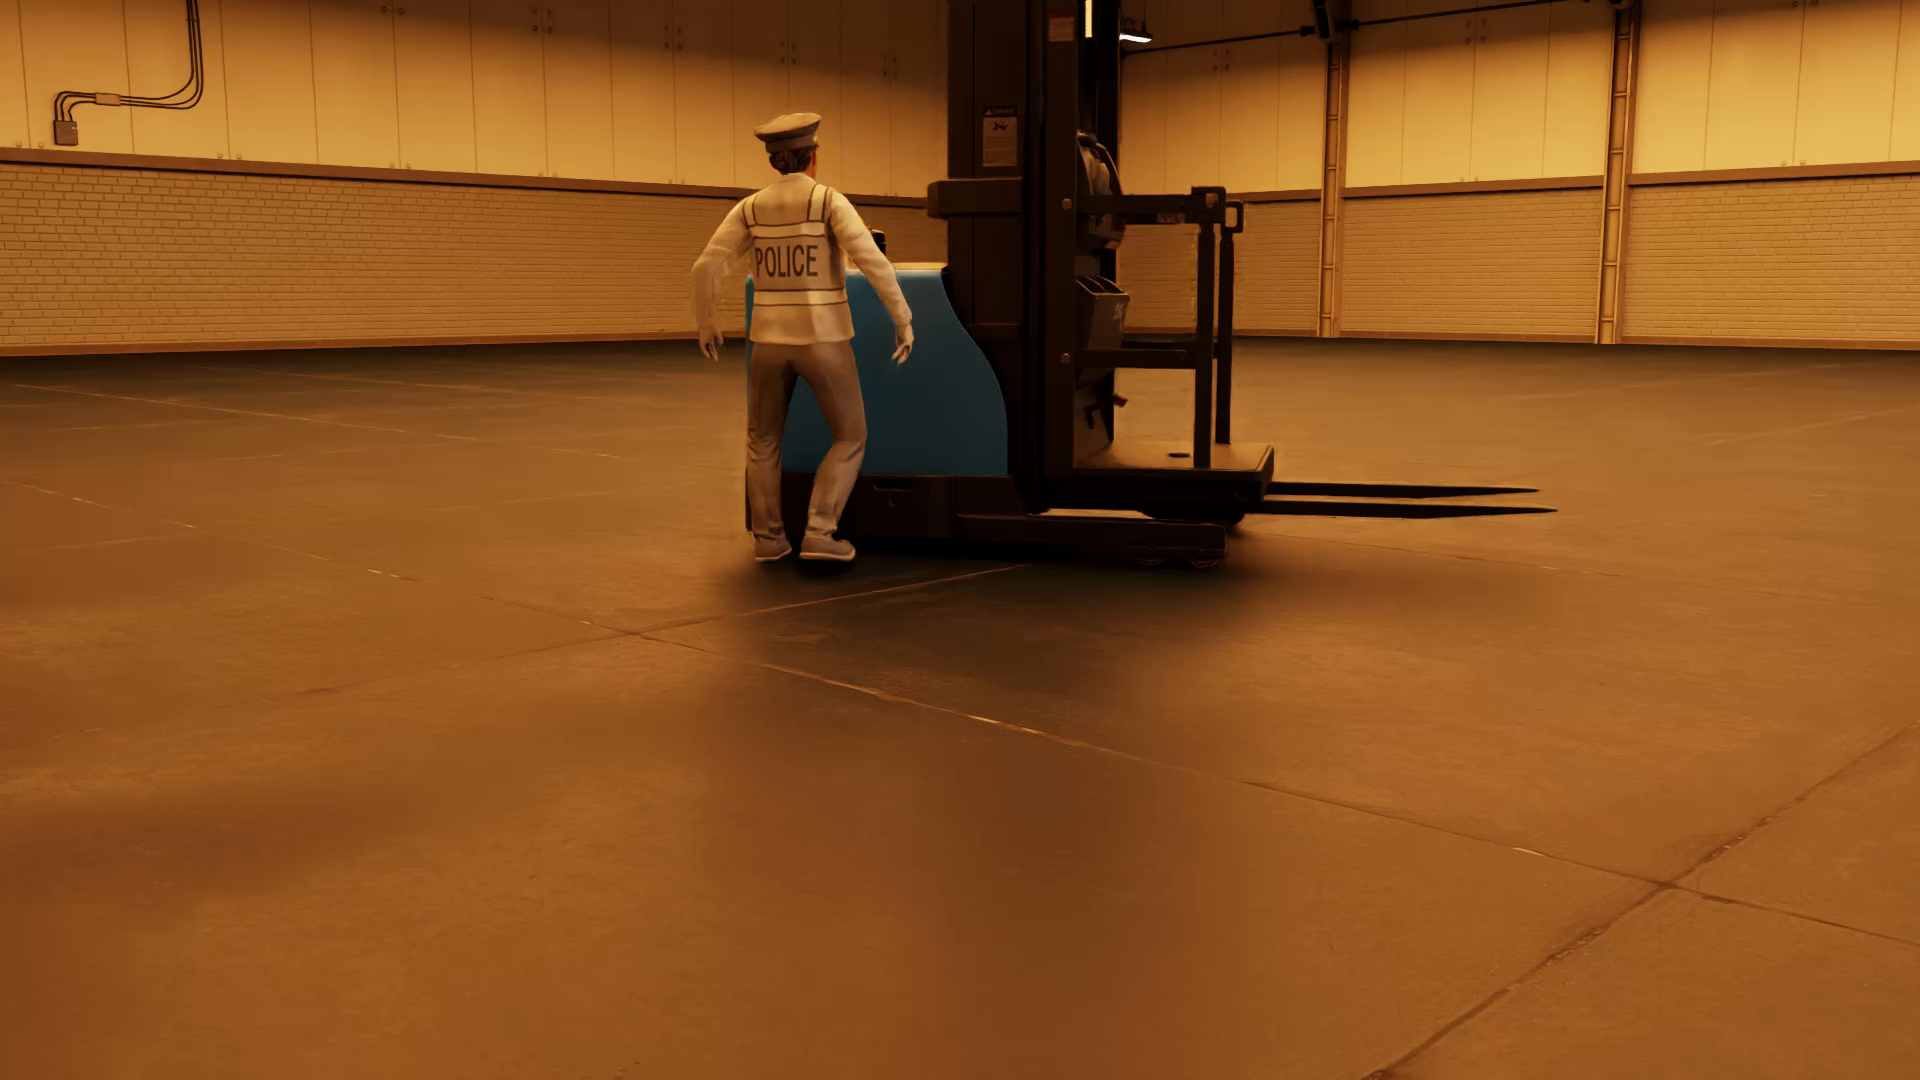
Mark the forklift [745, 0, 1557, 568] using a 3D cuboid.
[{"bbox_3d":[0.733,-1.436,6.409,3.031,2.935,1.130,2,9,13],"label":"forklift"}]

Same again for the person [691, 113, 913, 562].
[{"bbox_3d":[-0.546,-0.710,6.019,0.814,1.631,0.524,3,9,18],"label":"person"}]
